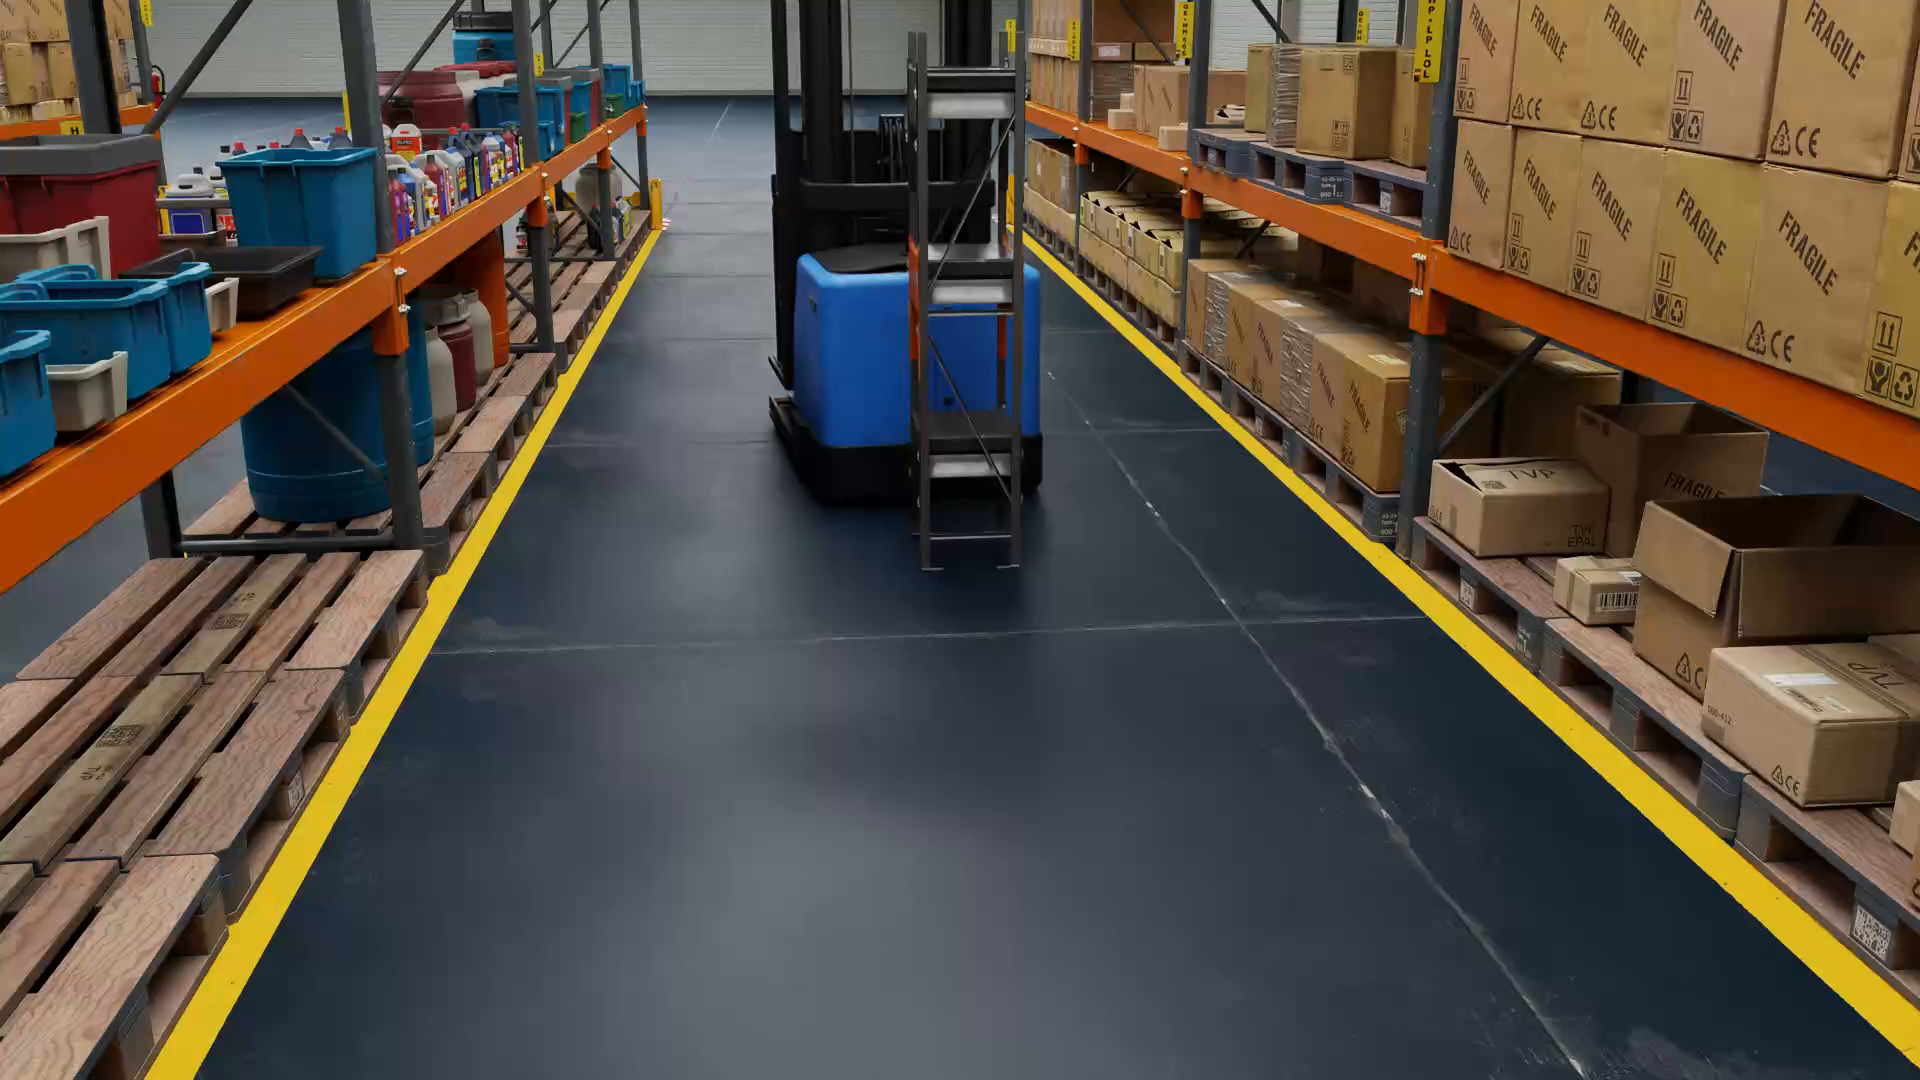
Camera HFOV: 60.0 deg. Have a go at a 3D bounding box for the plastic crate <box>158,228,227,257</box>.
[{"bbox_3d":[-2.692,-0.977,5.621,0.396,0.136,0.243,-2,18,-6],"label":"plastic crate"}]

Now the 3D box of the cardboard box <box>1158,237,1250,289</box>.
[{"bbox_3d":[1.618,-1.865,11.063,0.500,0.311,0.500,-1,17,-4],"label":"cardboard box"}]

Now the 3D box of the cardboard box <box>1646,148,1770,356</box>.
[{"bbox_3d":[2.271,-0.803,4.561,0.500,0.500,0.500,-2,18,-6],"label":"cardboard box"}]

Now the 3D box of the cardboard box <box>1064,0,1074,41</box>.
[{"bbox_3d":[1.348,-4.851,15.288,0.700,0.500,0.500,-2,18,-6],"label":"cardboard box"}]

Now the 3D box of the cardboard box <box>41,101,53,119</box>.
[{"bbox_3d":[-8.226,-3.773,14.605,0.380,0.149,0.250,-2,18,-6],"label":"cardboard box"}]

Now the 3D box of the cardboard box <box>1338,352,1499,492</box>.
[{"bbox_3d":[1.994,-0.524,7.278,0.500,0.500,0.500,-2,18,-6],"label":"cardboard box"}]

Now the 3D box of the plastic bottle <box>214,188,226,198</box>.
[{"bbox_3d":[-2.952,-1.305,6.658,0.097,0.201,0.097,0,17,0],"label":"plastic bottle"}]

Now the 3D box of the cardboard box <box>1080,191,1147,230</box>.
[{"bbox_3d":[1.299,-2.778,13.970,0.500,0.311,0.500,-2,18,-5],"label":"cardboard box"}]

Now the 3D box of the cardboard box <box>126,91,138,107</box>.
[{"bbox_3d":[-8.527,-4.441,16.734,0.380,0.149,0.250,-2,18,-6],"label":"cardboard box"}]

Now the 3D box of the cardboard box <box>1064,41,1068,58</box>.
[{"bbox_3d":[1.160,-4.487,15.212,0.380,0.149,0.250,-2,18,-6],"label":"cardboard box"}]

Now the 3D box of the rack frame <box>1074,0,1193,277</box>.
[{"bbox_3d":[1.505,-3.752,14.122,1.000,3.000,0.127,-2,18,-6],"label":"rack frame"}]

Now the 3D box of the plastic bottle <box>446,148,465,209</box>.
[{"bbox_3d":[-2.371,-1.686,7.753,0.097,0.271,0.097,0,17,0],"label":"plastic bottle"}]

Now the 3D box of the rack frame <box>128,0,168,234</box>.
[{"bbox_3d":[-8.762,-4.639,16.946,1.000,3.000,0.127,-2,18,-6],"label":"rack frame"}]

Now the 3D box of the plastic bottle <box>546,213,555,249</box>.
[{"bbox_3d":[-3.632,-2.734,14.566,0.144,0.351,0.185,-2,18,-6],"label":"plastic bottle"}]

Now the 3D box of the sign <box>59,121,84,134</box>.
[{"bbox_3d":[-3.145,-1.333,5.952,0.100,0.325,0.005,-2,18,-6],"label":"sign"}]

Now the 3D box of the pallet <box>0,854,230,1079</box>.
[{"bbox_3d":[-2.231,1.058,3.454,1.003,0.211,1.213,-2,18,-6],"label":"pallet"}]

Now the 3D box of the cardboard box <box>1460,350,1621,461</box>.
[{"bbox_3d":[2.522,-0.538,7.321,0.500,0.500,0.500,-3,18,-8],"label":"cardboard box"}]

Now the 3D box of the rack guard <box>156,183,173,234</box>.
[{"bbox_3d":[-8.754,-3.424,17.249,1.175,0.500,0.348,-2,18,-6],"label":"rack guard"}]

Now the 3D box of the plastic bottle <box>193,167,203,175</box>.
[{"bbox_3d":[-3.029,-1.336,6.620,0.061,0.283,0.133,-2,18,-6],"label":"plastic bottle"}]

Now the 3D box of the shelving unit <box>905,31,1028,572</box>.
[{"bbox_3d":[0.017,-0.952,6.705,0.431,2.100,0.503,-2,18,-6],"label":"shelving unit"}]

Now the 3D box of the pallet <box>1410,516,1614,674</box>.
[{"bbox_3d":[2.400,0.166,6.295,1.003,0.211,1.213,-2,18,-6],"label":"pallet"}]

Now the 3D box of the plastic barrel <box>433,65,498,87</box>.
[{"bbox_3d":[-3.422,-3.026,11.581,0.433,0.535,0.433,0,17,0],"label":"plastic barrel"}]

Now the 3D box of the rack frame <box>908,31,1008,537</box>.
[{"bbox_3d":[-0.008,-1.025,6.937,0.400,2.100,0.015,-2,18,-6],"label":"rack frame"}]

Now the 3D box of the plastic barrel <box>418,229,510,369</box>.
[{"bbox_3d":[-2.943,-1.428,9.641,0.600,0.830,0.708,-2,18,-6],"label":"plastic barrel"}]

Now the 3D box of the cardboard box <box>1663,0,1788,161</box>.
[{"bbox_3d":[2.259,-1.284,4.423,0.500,0.500,0.500,-1,17,-4],"label":"cardboard box"}]

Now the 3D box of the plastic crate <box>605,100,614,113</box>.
[{"bbox_3d":[-3.350,-3.731,14.156,0.767,0.338,0.504,-2,18,-6],"label":"plastic crate"}]

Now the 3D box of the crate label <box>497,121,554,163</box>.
[{"bbox_3d":[-2.681,-2.466,10.303,0.303,0.233,0.416,-2,18,-6],"label":"crate label"}]

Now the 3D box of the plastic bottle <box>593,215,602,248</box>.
[{"bbox_3d":[-3.186,-2.715,14.617,0.061,0.283,0.133,-2,18,-6],"label":"plastic bottle"}]

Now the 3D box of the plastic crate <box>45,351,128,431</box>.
[{"bbox_3d":[-1.904,-0.312,3.503,0.250,0.136,0.298,-2,18,-6],"label":"plastic crate"}]

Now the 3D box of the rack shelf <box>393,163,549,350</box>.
[{"bbox_3d":[-2.804,-1.470,8.051,1.077,0.370,4.000,-2,18,-6],"label":"rack shelf"}]

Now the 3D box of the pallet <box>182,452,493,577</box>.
[{"bbox_3d":[-2.636,-0.118,7.200,1.003,0.211,1.213,-2,18,-6],"label":"pallet"}]

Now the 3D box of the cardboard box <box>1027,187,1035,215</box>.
[{"bbox_3d":[0.981,-3.517,17.262,0.500,0.250,0.500,-2,18,-6],"label":"cardboard box"}]

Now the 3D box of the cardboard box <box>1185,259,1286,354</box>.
[{"bbox_3d":[1.680,-1.434,10.174,0.500,0.500,0.500,-1,17,-3],"label":"cardboard box"}]

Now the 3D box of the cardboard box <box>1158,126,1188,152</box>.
[{"bbox_3d":[1.550,-2.700,11.190,0.380,0.149,0.250,-2,18,-6],"label":"cardboard box"}]

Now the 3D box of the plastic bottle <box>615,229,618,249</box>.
[{"bbox_3d":[-3.041,-2.644,14.530,0.097,0.201,0.097,0,17,0],"label":"plastic bottle"}]

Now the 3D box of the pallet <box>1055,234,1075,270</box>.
[{"bbox_3d":[1.464,-2.660,15.298,1.003,0.211,1.213,-2,18,-6],"label":"pallet"}]

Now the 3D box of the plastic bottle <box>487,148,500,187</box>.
[{"bbox_3d":[-2.476,-1.958,8.737,0.097,0.201,0.097,0,17,0],"label":"plastic bottle"}]

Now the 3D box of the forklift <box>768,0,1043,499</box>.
[{"bbox_3d":[-0.437,-1.987,8.613,1.130,2.935,3.031,-4,18,-12],"label":"forklift"}]

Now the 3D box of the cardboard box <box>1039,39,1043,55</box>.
[{"bbox_3d":[0.996,-4.950,16.685,0.380,0.149,0.250,-2,18,-6],"label":"cardboard box"}]

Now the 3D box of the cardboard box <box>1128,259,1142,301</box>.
[{"bbox_3d":[1.515,-1.902,12.116,0.500,0.250,0.500,-1,17,-4],"label":"cardboard box"}]

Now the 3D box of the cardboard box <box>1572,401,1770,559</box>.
[{"bbox_3d":[2.671,-0.225,6.325,0.500,0.500,0.500,-2,18,-6],"label":"cardboard box"}]

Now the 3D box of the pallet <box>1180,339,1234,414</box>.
[{"bbox_3d":[1.957,-1.007,10.031,1.003,0.211,1.213,-2,18,-6],"label":"pallet"}]

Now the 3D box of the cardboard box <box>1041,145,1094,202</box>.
[{"bbox_3d":[1.078,-3.577,16.200,0.500,0.500,0.500,-2,18,-6],"label":"cardboard box"}]

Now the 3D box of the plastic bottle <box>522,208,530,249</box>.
[{"bbox_3d":[-3.776,-2.730,14.551,0.144,0.351,0.185,-2,18,-7],"label":"plastic bottle"}]

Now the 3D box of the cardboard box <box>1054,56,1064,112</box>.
[{"bbox_3d":[1.290,-4.391,15.989,0.700,0.500,0.500,-1,17,-4],"label":"cardboard box"}]

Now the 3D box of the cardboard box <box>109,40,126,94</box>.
[{"bbox_3d":[-8.561,-4.519,15.899,0.875,0.500,0.500,-2,18,-6],"label":"cardboard box"}]

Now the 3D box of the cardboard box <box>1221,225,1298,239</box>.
[{"bbox_3d":[2.093,-2.038,11.614,0.500,0.311,0.500,-2,18,-7],"label":"cardboard box"}]

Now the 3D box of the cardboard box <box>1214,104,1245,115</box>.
[{"bbox_3d":[2.018,-2.791,11.207,0.500,0.311,0.500,-2,18,-6],"label":"cardboard box"}]

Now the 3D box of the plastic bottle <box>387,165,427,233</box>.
[{"bbox_3d":[-2.304,-1.417,6.888,0.152,0.276,0.135,-2,18,-6],"label":"plastic bottle"}]

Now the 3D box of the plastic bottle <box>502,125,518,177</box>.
[{"bbox_3d":[-2.520,-2.177,9.298,0.061,0.283,0.133,-2,18,-6],"label":"plastic bottle"}]

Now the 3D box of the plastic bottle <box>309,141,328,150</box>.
[{"bbox_3d":[-3.144,-1.797,8.102,0.152,0.276,0.135,-2,18,-6],"label":"plastic bottle"}]

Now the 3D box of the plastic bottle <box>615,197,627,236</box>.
[{"bbox_3d":[-3.157,-2.983,15.358,0.144,0.351,0.185,-2,18,-6],"label":"plastic bottle"}]

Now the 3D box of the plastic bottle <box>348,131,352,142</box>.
[{"bbox_3d":[-3.239,-2.073,8.979,0.152,0.276,0.135,-2,18,-6],"label":"plastic bottle"}]

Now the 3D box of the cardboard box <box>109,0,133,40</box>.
[{"bbox_3d":[-8.459,-5.150,16.239,0.500,0.500,0.500,-2,18,-6],"label":"cardboard box"}]
